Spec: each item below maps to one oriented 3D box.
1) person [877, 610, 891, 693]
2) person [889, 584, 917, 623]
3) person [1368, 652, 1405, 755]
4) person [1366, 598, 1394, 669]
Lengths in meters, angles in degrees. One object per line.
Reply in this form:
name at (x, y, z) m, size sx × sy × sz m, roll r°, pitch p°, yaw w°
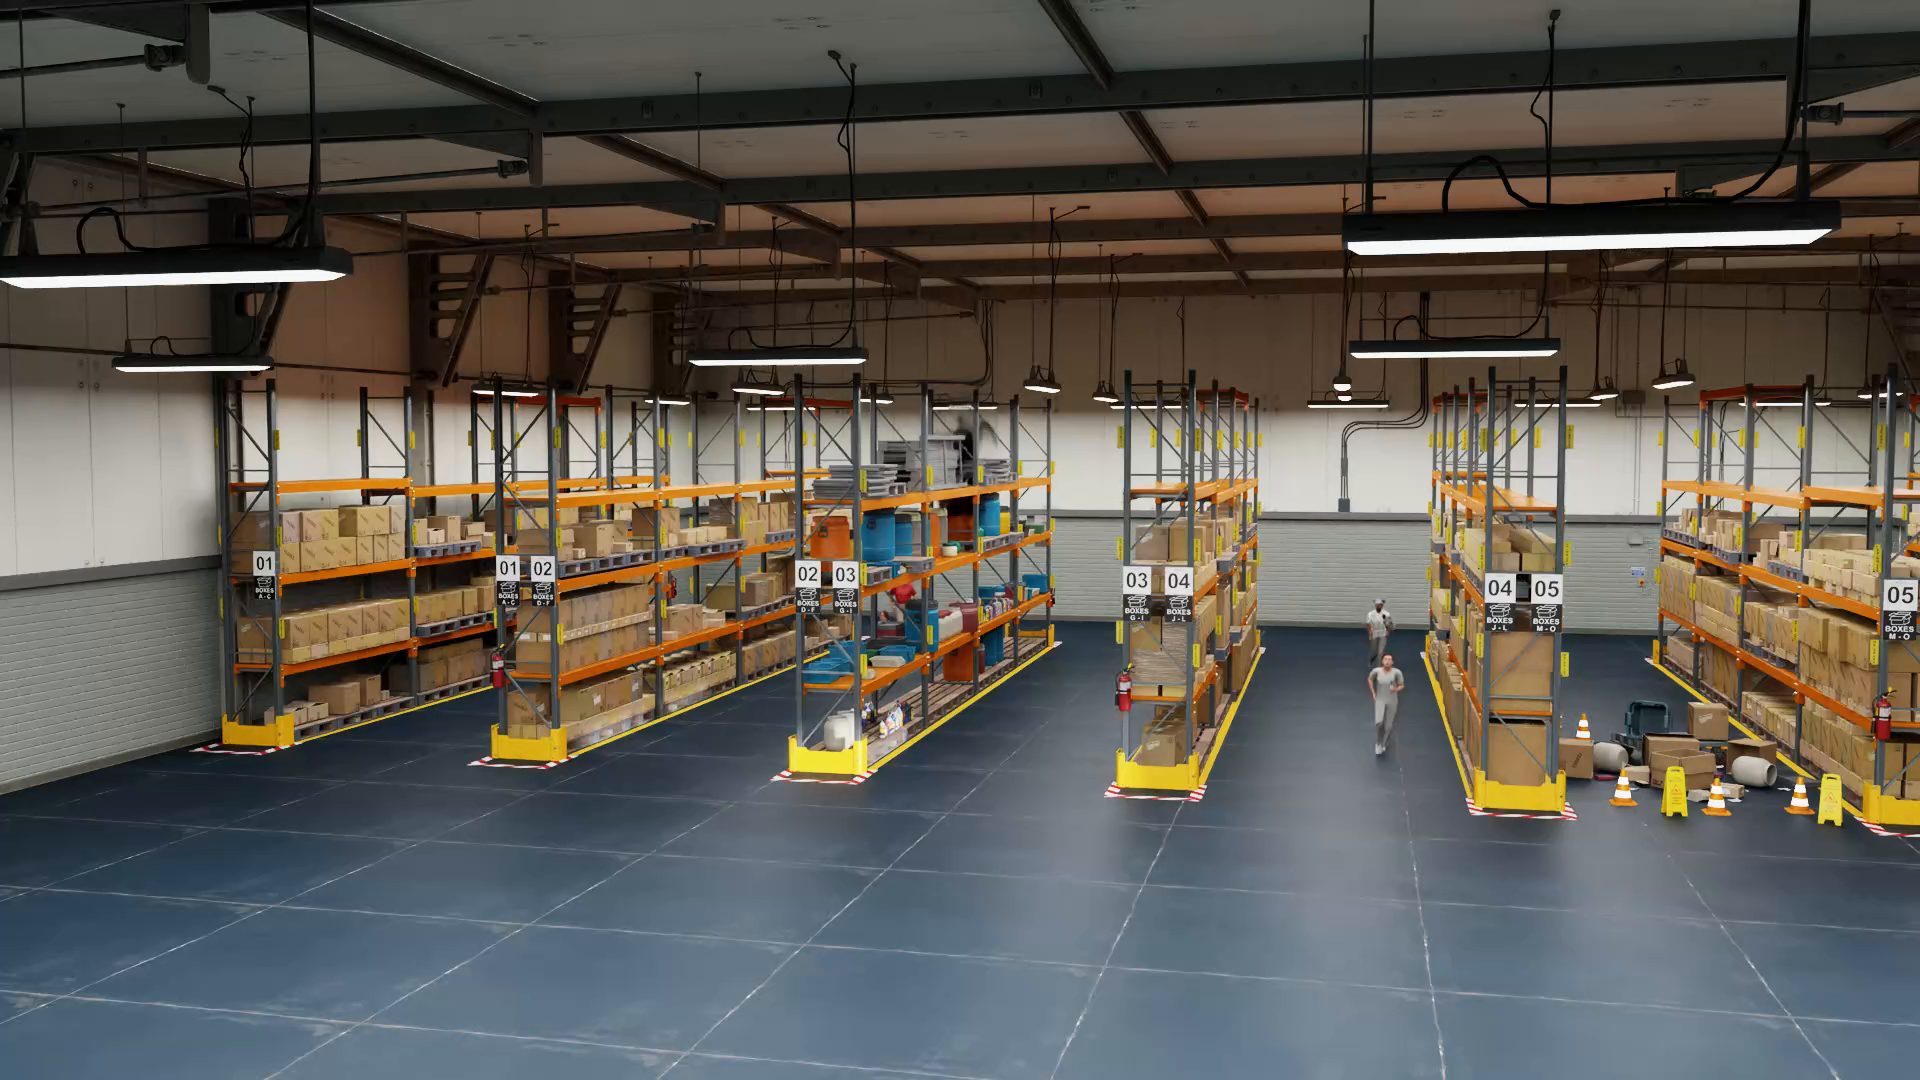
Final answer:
person at (-1.514, 2.202, 33.153) m, size 0.539 × 1.613 × 0.871 m, roll 1°, pitch 3°, yaw 11°
person at (-1.406, 1.713, 41.007) m, size 0.699 × 1.713 × 0.659 m, roll 0°, pitch 3°, yaw -7°
person at (6.755, 2.587, 26.359) m, size 0.556 × 1.636 × 0.694 m, roll 1°, pitch 4°, yaw 12°
person at (8.919, 2.060, 35.363) m, size 0.583 × 1.688 × 0.684 m, roll 1°, pitch 4°, yaw 14°
